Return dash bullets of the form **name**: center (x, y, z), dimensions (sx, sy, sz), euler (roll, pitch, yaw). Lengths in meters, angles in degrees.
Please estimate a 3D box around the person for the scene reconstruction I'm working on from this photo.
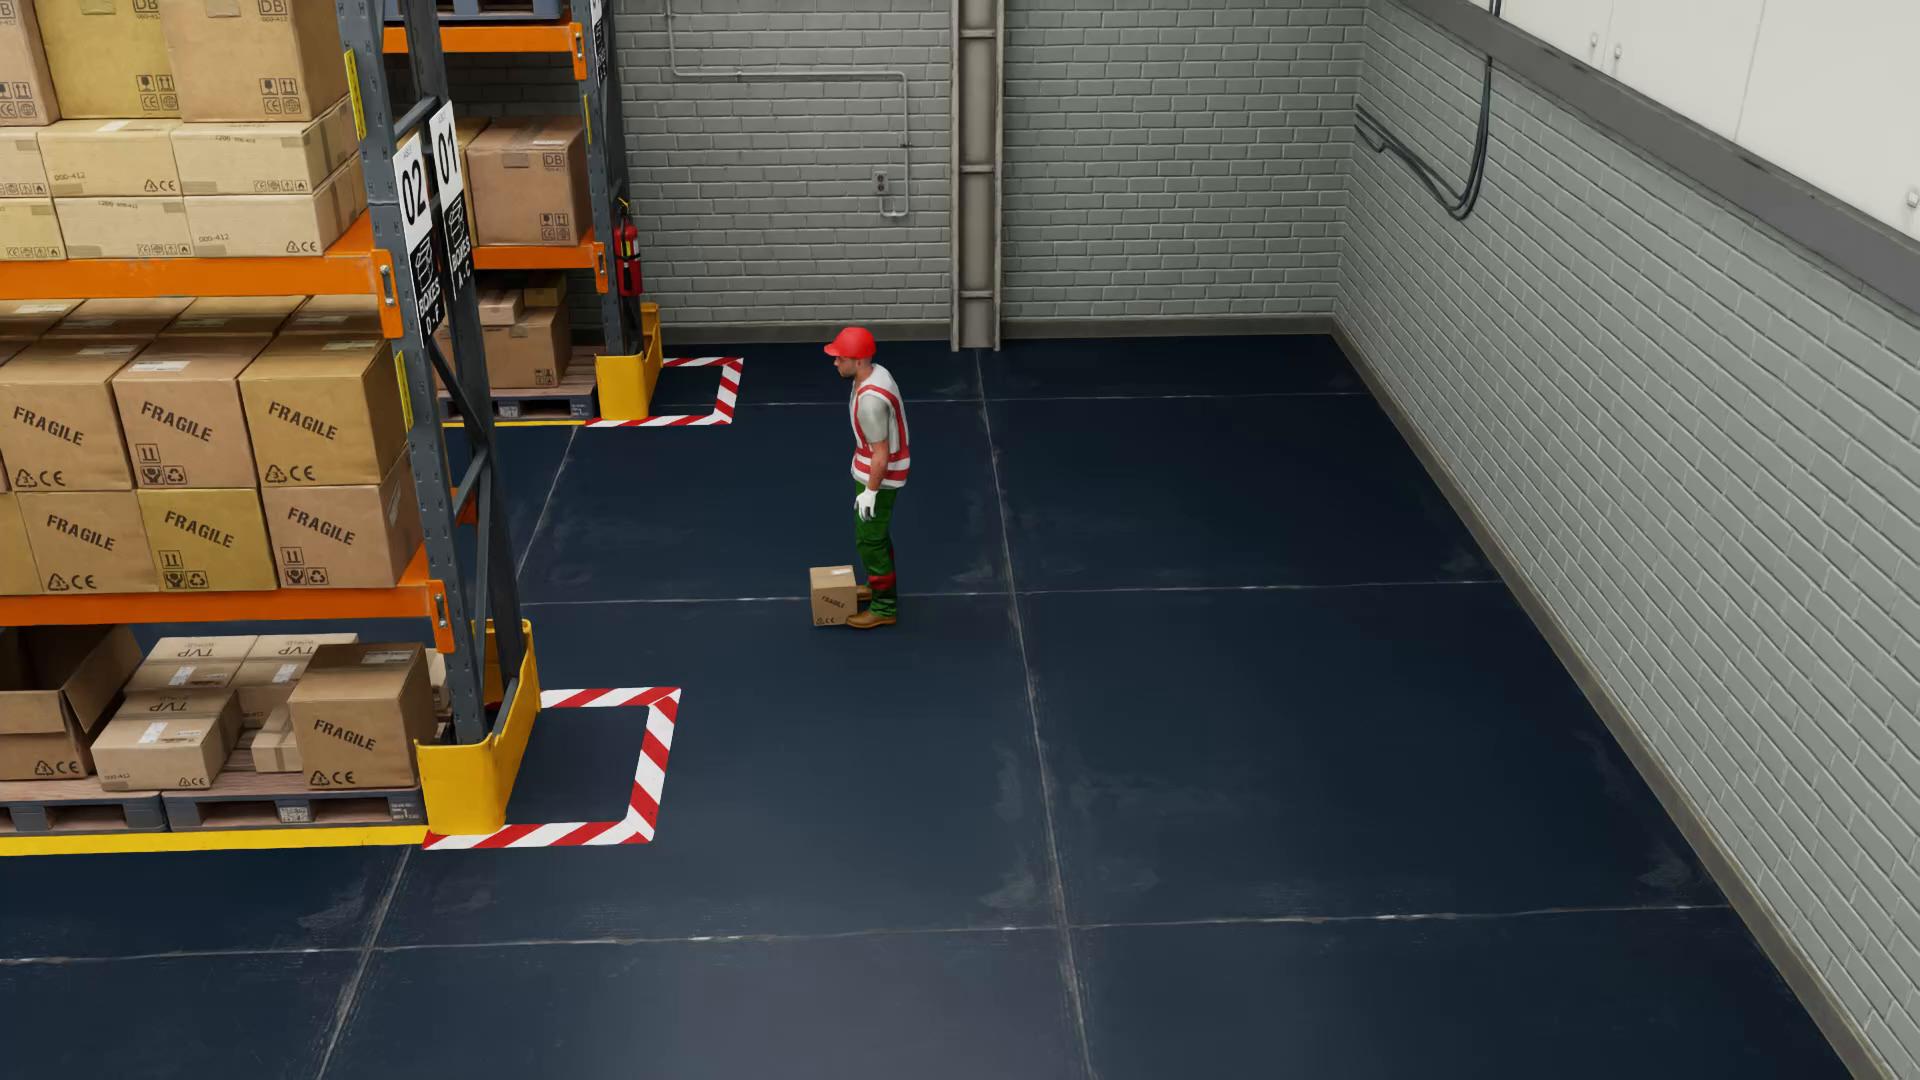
- **person**: center (-0.506, -0.380, 9.274), dimensions (0.453, 1.721, 0.590), euler (-2, 27, -4)
